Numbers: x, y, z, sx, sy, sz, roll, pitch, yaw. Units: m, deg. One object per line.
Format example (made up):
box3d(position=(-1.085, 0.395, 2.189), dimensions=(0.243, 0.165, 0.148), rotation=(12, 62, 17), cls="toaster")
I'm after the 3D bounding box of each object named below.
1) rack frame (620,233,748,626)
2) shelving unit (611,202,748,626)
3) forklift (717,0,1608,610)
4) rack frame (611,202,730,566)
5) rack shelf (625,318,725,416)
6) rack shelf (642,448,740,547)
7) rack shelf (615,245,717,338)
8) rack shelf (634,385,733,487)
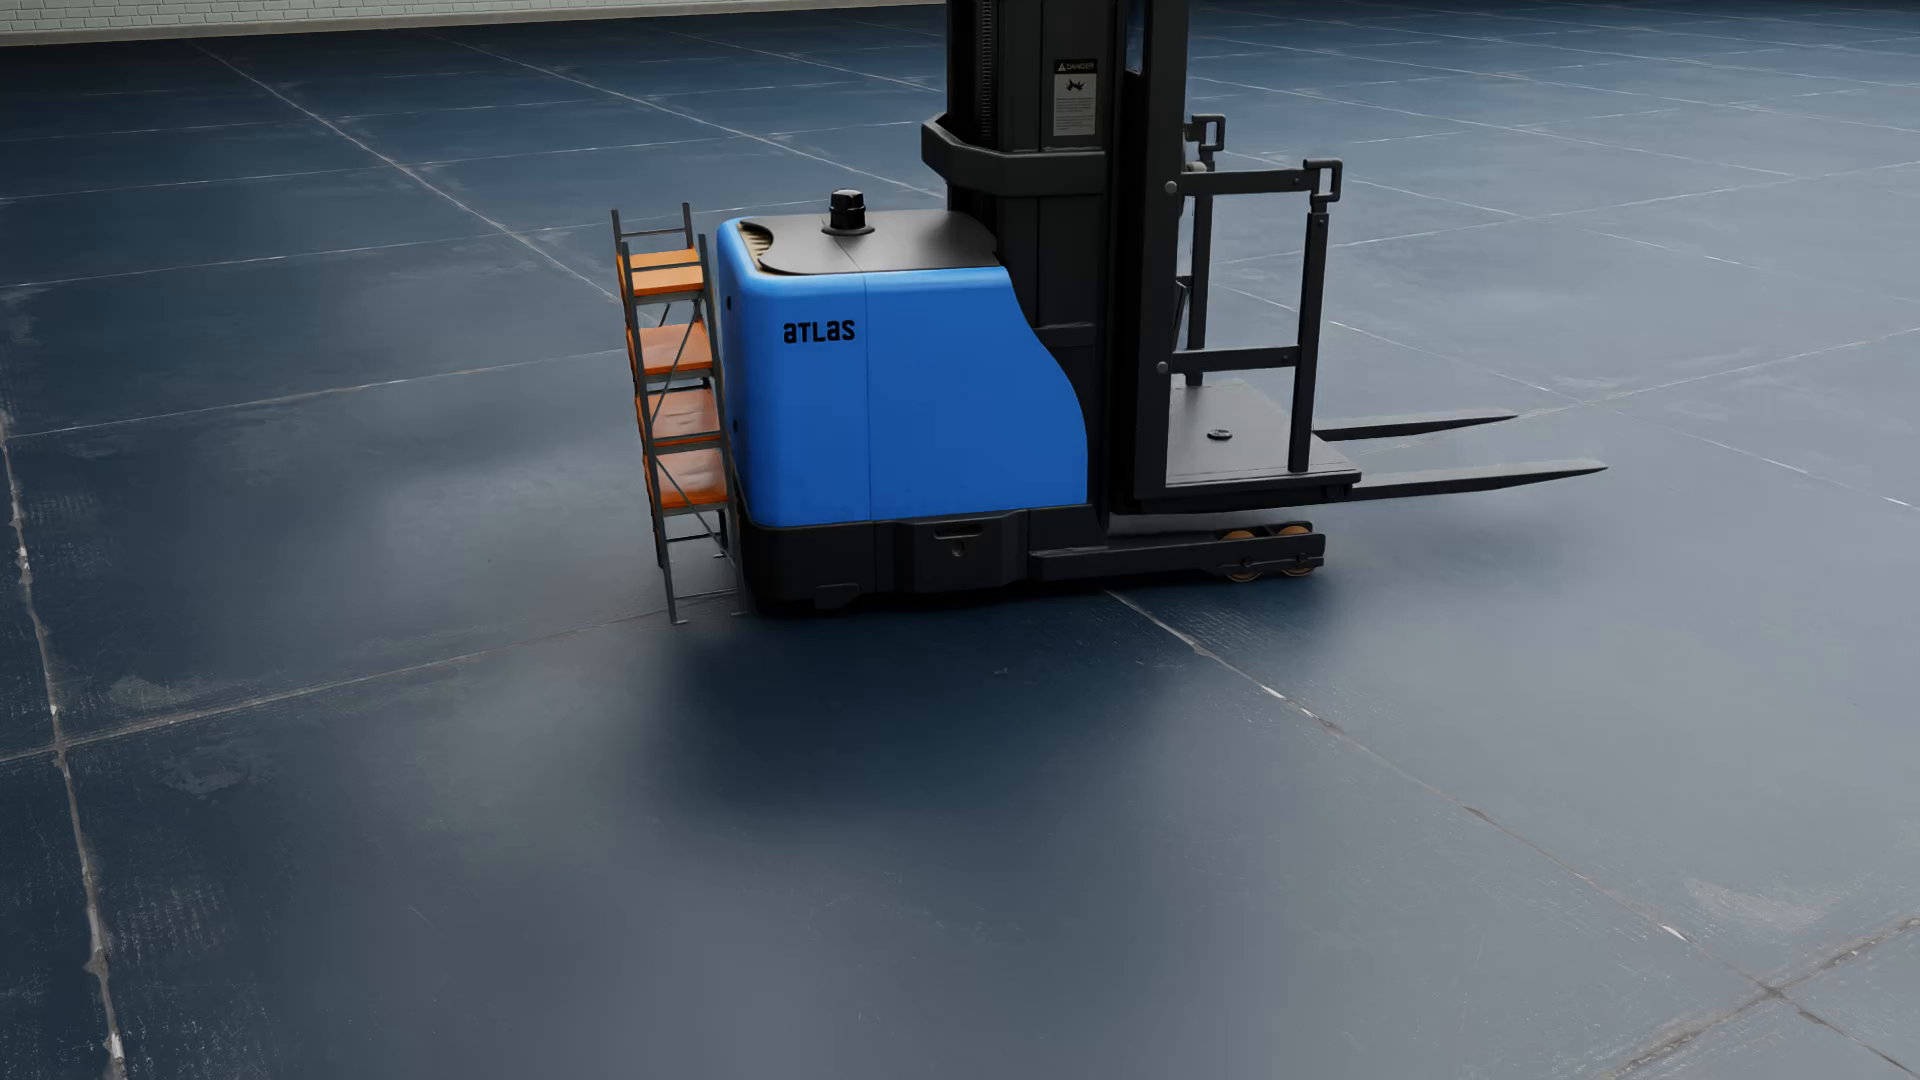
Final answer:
box3d(position=(-0.812, -0.305, 4.951), dimensions=(0.240, 1.200, 0.015), rotation=(-8, 23, -12), cls="rack frame")
box3d(position=(-0.871, -0.394, 5.170), dimensions=(0.258, 1.200, 0.503), rotation=(-8, 23, -12), cls="shelving unit")
box3d(position=(0.733, -1.409, 5.385), dimensions=(3.031, 2.935, 1.130), rotation=(-5, 23, -11), cls="forklift")
box3d(position=(-0.930, -0.483, 5.390), dimensions=(0.240, 1.200, 0.015), rotation=(-8, 23, -12), cls="rack frame")
box3d(position=(-0.879, -0.538, 5.110), dimensions=(0.258, 0.148, 0.480), rotation=(-8, 23, -12), cls="rack shelf")
box3d(position=(-0.857, -0.150, 5.274), dimensions=(0.258, 0.148, 0.480), rotation=(-8, 23, -12), cls="rack shelf")
box3d(position=(-0.891, -0.756, 5.018), dimensions=(0.258, 0.148, 0.480), rotation=(-8, 23, -12), cls="rack shelf")
box3d(position=(-0.868, -0.333, 5.197), dimensions=(0.258, 0.148, 0.480), rotation=(-8, 23, -12), cls="rack shelf")
